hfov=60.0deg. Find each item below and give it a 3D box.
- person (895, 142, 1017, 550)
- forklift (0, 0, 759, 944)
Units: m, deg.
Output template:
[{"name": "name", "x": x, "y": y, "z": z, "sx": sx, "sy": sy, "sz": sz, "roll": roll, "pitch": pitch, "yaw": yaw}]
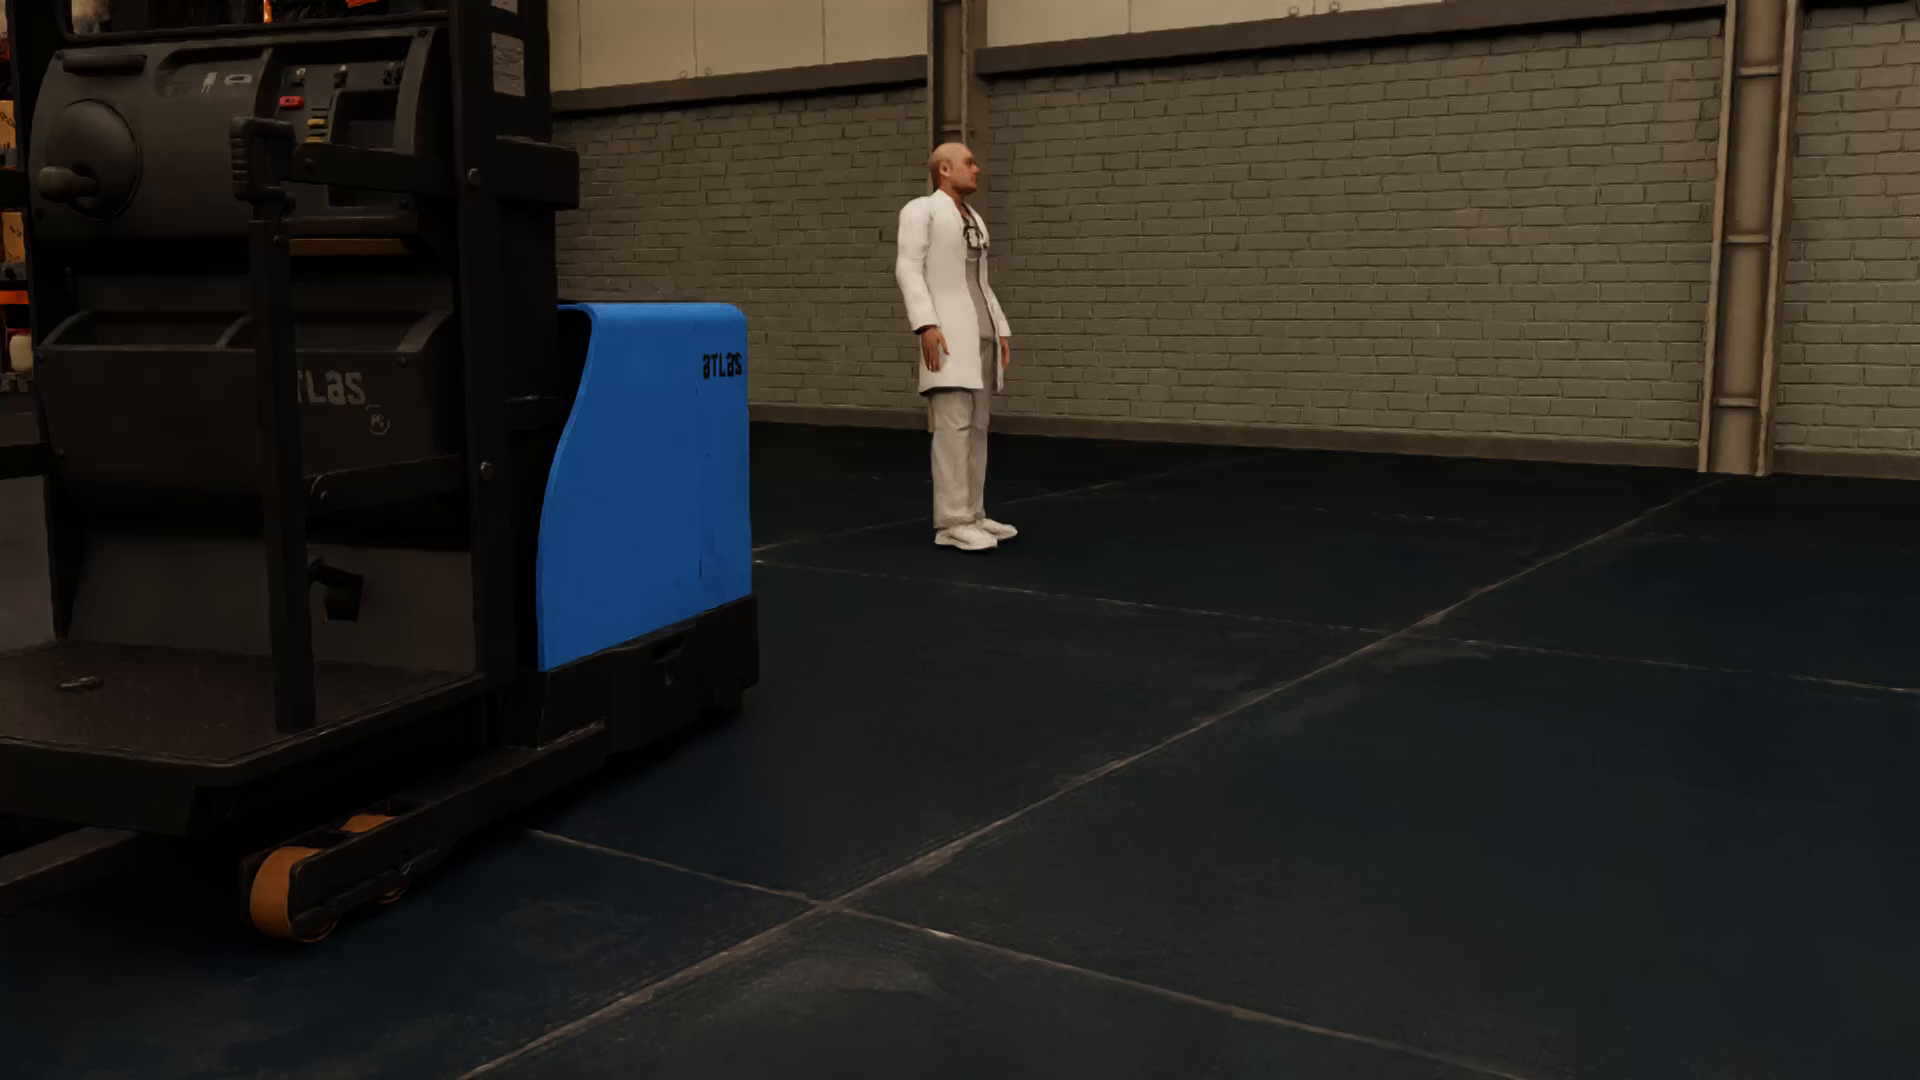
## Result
[{"name": "person", "x": 0.073, "y": -0.879, "z": 7.423, "sx": 0.579, "sy": 1.776, "sz": 0.694, "roll": 5, "pitch": 10, "yaw": 34}, {"name": "forklift", "x": -1.497, "y": -0.833, "z": 3.048, "sx": 1.130, "sy": 2.935, "sz": 3.031, "roll": 3, "pitch": 9, "yaw": 19}]
